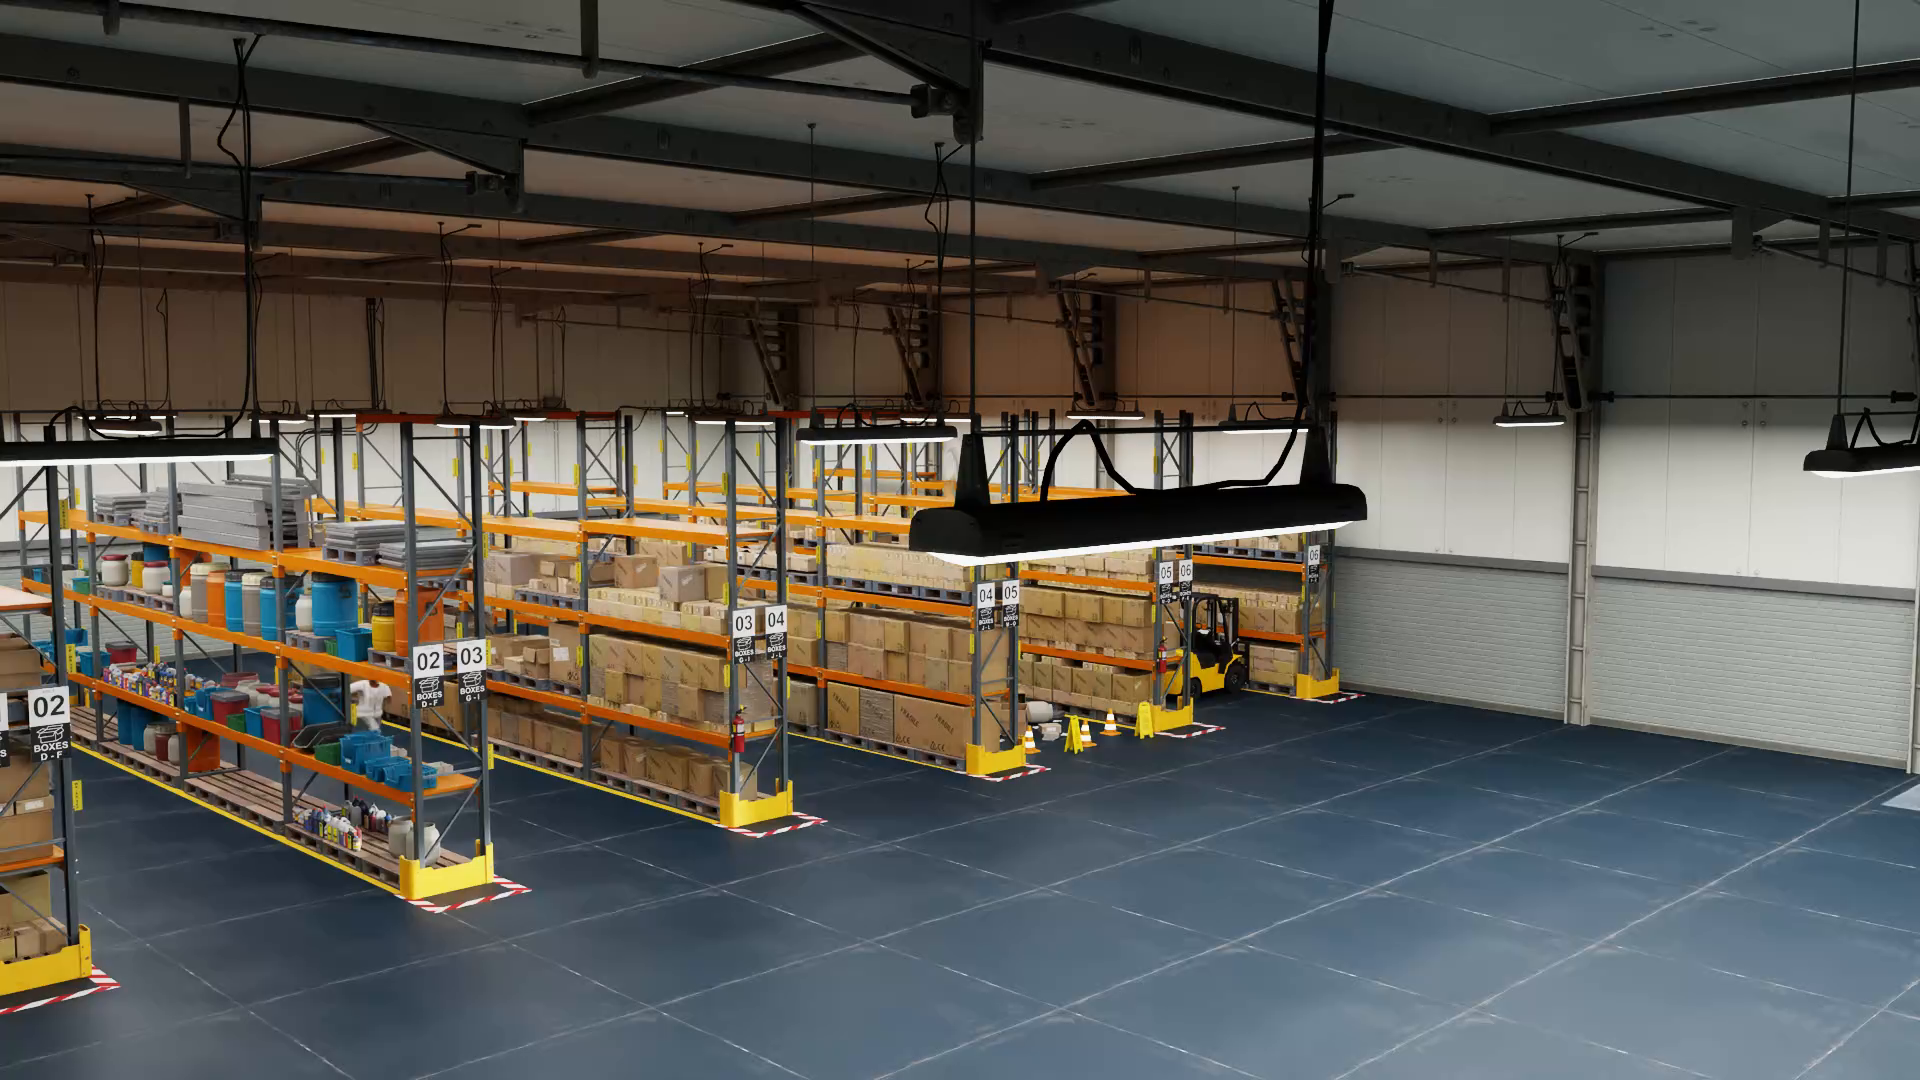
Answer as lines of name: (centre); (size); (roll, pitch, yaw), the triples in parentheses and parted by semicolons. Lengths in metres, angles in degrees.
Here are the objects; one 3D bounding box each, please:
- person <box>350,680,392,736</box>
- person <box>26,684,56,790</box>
person: (-10.018, 3.003, 28.259); (0.812, 1.755, 0.733); (4, 6, 38)
person: (-14.863, 3.135, 26.829); (0.575, 1.685, 0.938); (-5, 7, -44)
